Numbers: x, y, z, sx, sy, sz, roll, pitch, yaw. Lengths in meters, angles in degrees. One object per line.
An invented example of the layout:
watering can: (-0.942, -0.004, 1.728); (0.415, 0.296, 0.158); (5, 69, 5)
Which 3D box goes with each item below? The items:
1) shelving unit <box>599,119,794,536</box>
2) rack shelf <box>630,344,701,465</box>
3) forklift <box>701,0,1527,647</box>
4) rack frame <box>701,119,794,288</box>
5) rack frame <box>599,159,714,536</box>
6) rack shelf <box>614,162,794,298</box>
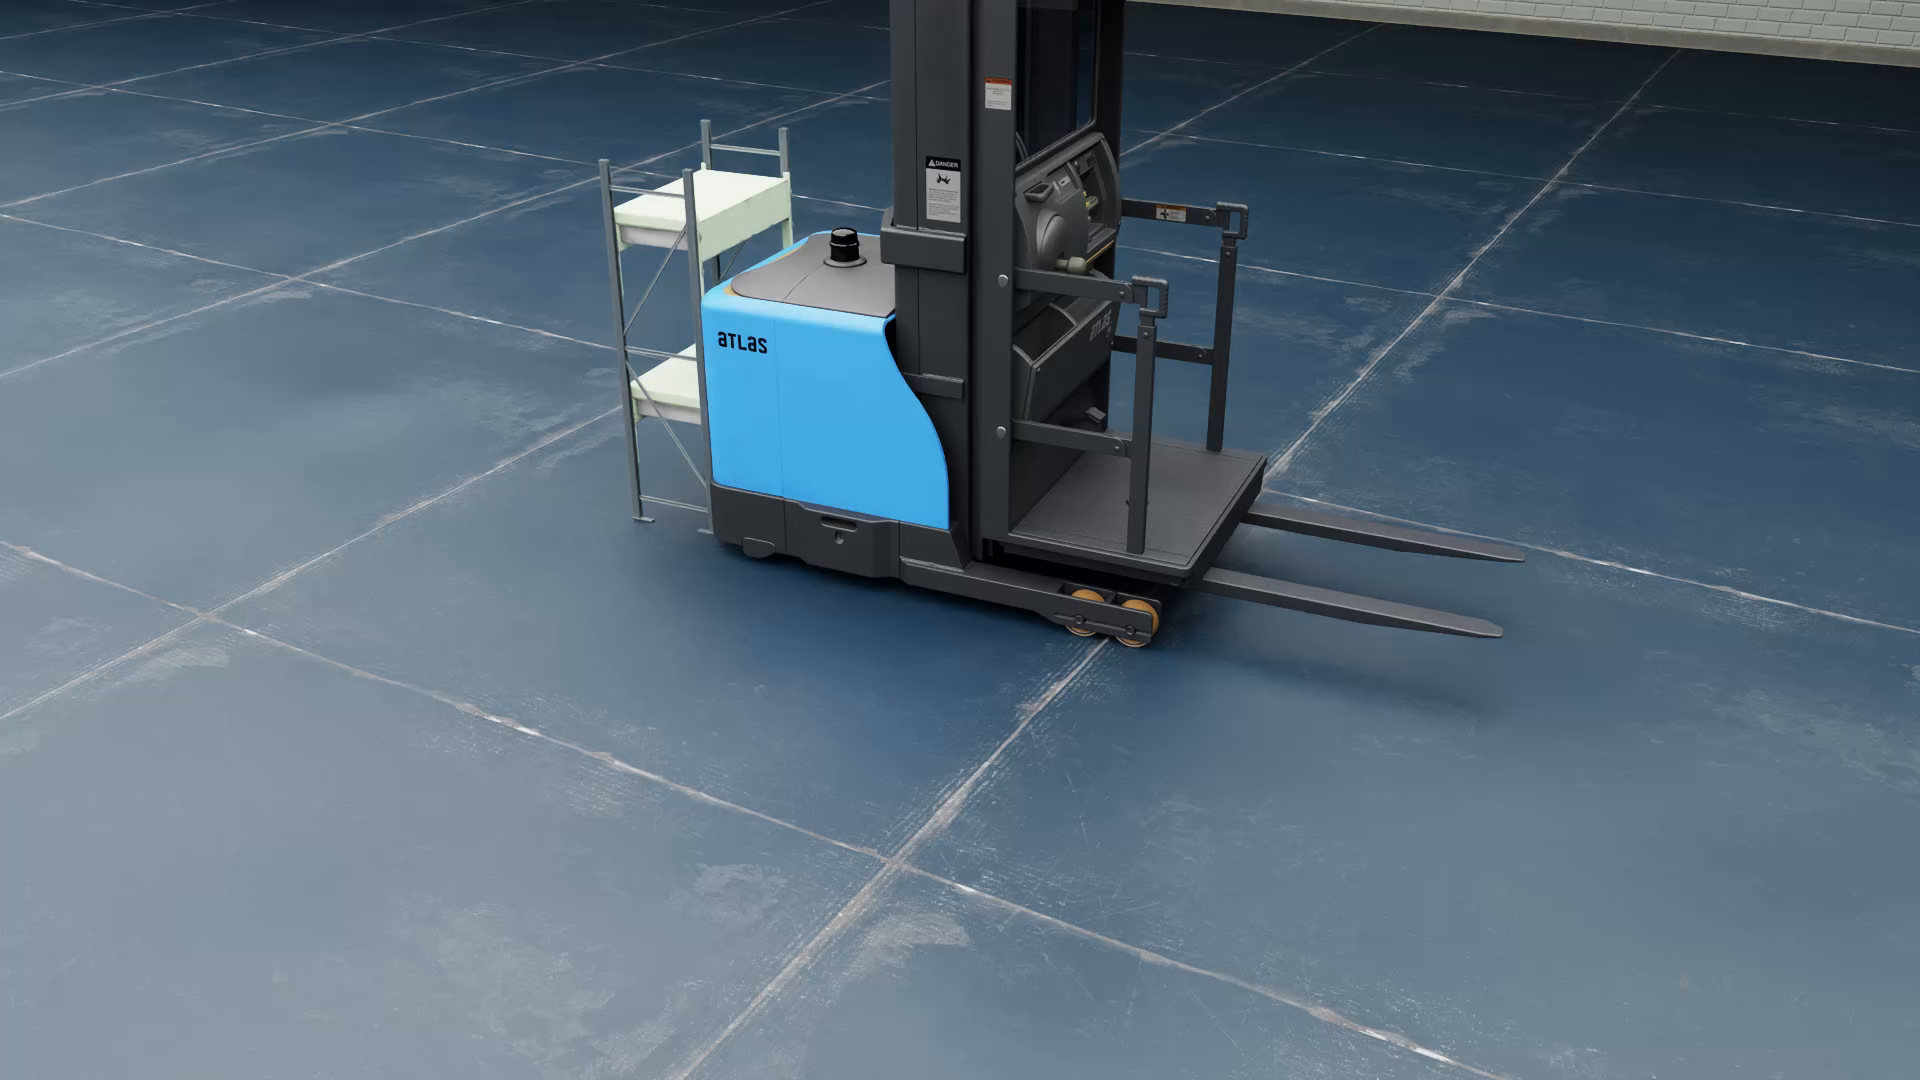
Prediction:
shelving unit: (-1.027, -0.877, 6.826); (0.431, 1.500, 0.755); (11, 29, 21)
rack shelf: (-1.027, -0.585, 6.972); (0.431, 0.370, 0.720); (11, 29, 21)
forklift: (0.576, -1.196, 5.865); (3.031, 2.935, 1.130); (11, 29, 21)
rack frame: (-0.882, -1.027, 7.126); (0.400, 1.500, 0.023); (11, 29, 21)
rack frame: (-1.172, -0.726, 6.525); (0.400, 1.500, 0.023); (11, 29, 21)
rack shelf: (-1.027, -1.226, 6.651); (0.431, 0.370, 0.720); (11, 29, 21)
